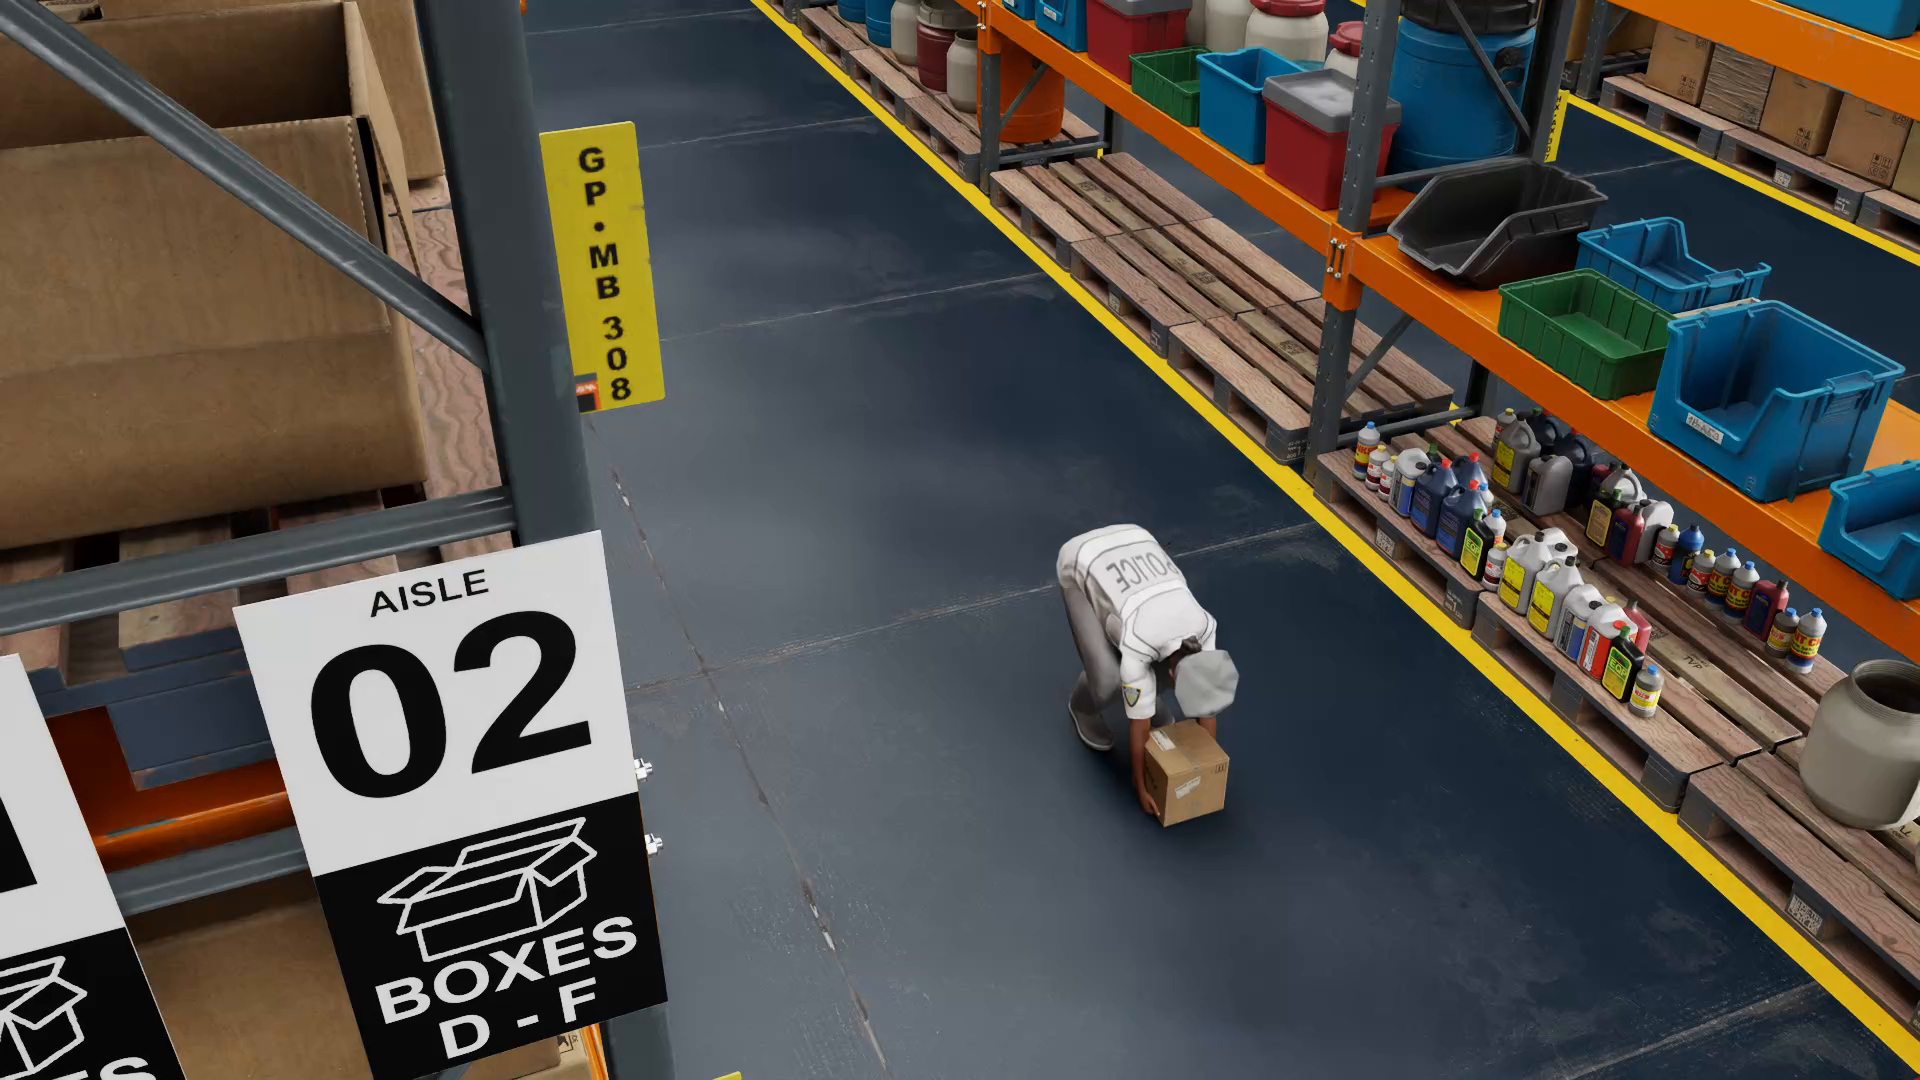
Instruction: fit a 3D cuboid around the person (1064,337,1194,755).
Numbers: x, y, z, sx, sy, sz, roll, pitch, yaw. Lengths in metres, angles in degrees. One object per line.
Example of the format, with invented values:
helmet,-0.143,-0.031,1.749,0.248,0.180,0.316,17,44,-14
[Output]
person,0.617,0.002,6.124,0.490,1.674,0.370,-14,36,-20
